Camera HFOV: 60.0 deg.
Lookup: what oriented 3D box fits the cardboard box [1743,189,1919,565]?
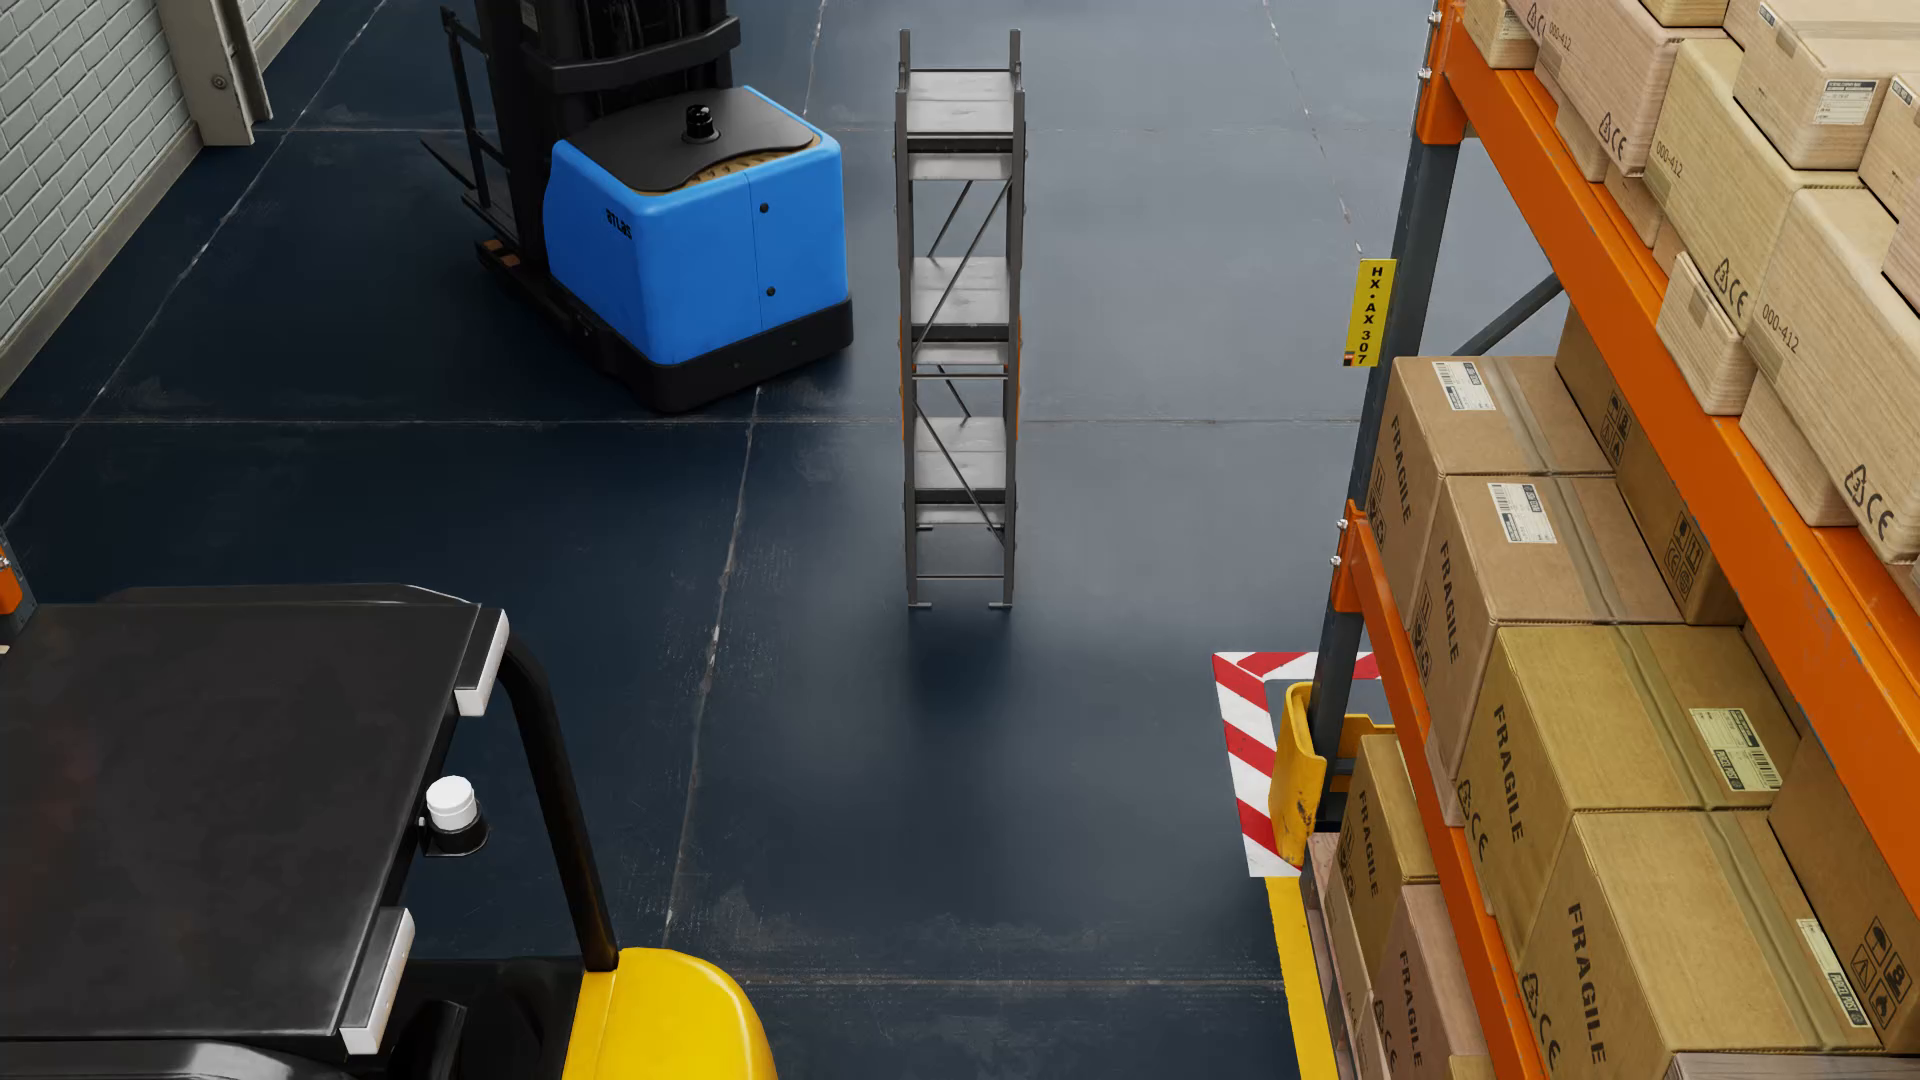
[{"bbox_3d":[1.361,-0.216,2.105,0.500,0.250,0.500,1,39,1],"label":"cardboard box"}]

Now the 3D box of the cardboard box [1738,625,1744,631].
[{"bbox_3d":[1.902,0.236,3.739,0.500,0.500,0.500,0,39,0],"label":"cardboard box"}]

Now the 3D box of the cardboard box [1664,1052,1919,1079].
[{"bbox_3d":[1.373,1.161,2.585,0.500,0.500,0.500,1,39,1],"label":"cardboard box"}]

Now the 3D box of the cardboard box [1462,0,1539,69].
[{"bbox_3d":[1.306,-1.126,3.559,0.380,0.149,0.250,0,39,0],"label":"cardboard box"}]

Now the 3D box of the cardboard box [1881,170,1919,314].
[{"bbox_3d":[1.319,-0.311,1.904,0.380,0.149,0.250,0,39,1],"label":"cardboard box"}]

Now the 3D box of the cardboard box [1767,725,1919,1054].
[{"bbox_3d":[1.807,0.460,2.660,0.700,0.500,0.500,0,39,0],"label":"cardboard box"}]

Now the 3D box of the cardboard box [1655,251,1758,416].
[{"bbox_3d":[1.311,-0.318,2.551,0.380,0.149,0.250,0,39,0],"label":"cardboard box"}]

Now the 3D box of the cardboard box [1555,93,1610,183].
[{"bbox_3d":[1.361,-0.796,3.147,0.380,0.149,0.250,1,39,1],"label":"cardboard box"}]

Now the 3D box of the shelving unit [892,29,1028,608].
[{"bbox_3d":[0.000,-0.716,5.964,0.431,2.100,0.503,0,39,0],"label":"shelving unit"}]

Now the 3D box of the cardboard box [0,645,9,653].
[{"bbox_3d":[-3.021,0.551,4.727,0.500,0.250,0.500,1,39,1],"label":"cardboard box"}]

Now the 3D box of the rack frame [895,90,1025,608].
[{"bbox_3d":[0.000,-0.563,5.774,0.400,2.100,0.015,0,39,0],"label":"rack frame"}]

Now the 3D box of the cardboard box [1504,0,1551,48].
[{"bbox_3d":[1.364,-1.175,3.301,0.500,0.250,0.500,-1,39,-1],"label":"cardboard box"}]

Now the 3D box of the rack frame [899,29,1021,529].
[{"bbox_3d":[0.000,-0.868,6.155,0.400,2.100,0.015,0,39,0],"label":"rack frame"}]

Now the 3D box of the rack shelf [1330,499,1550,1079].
[{"bbox_3d":[1.632,1.270,3.342,1.077,0.370,4.000,0,39,0],"label":"rack shelf"}]

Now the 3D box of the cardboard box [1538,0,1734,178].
[{"bbox_3d":[1.355,-0.860,2.908,0.500,0.250,0.500,-1,39,-1],"label":"cardboard box"}]

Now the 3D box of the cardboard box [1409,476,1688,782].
[{"bbox_3d":[1.357,0.204,3.779,0.500,0.500,0.500,1,39,1],"label":"cardboard box"}]

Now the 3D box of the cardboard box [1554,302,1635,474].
[{"bbox_3d":[1.849,-0.487,3.842,0.700,0.500,0.500,-1,39,-1],"label":"cardboard box"}]

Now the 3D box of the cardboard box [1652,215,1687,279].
[{"bbox_3d":[1.391,-0.475,2.747,0.380,0.149,0.250,-1,39,-1],"label":"cardboard box"}]

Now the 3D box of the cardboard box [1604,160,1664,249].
[{"bbox_3d":[1.386,-0.641,2.954,0.380,0.149,0.250,0,39,0],"label":"cardboard box"}]

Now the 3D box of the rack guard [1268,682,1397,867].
[{"bbox_3d":[1.630,0.762,5.400,1.175,0.500,0.348,0,39,0],"label":"rack guard"}]

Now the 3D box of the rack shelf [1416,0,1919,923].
[{"bbox_3d":[1.632,0.100,2.404,1.077,0.370,4.000,0,39,0],"label":"rack shelf"}]

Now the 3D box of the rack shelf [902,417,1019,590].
[{"bbox_3d":[0.000,-0.159,6.410,0.431,0.518,0.480,0,39,0],"label":"rack shelf"}]

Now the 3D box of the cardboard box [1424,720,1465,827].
[{"bbox_3d":[1.311,0.532,3.889,0.380,0.149,0.250,1,39,1],"label":"cardboard box"}]

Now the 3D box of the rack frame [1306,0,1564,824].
[{"bbox_3d":[1.630,-0.261,4.677,1.000,3.000,0.127,0,39,0],"label":"rack frame"}]

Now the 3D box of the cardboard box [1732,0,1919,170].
[{"bbox_3d":[1.322,-0.633,2.306,0.380,0.149,0.250,1,39,1],"label":"cardboard box"}]

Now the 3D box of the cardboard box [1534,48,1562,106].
[{"bbox_3d":[1.395,-0.962,3.354,0.380,0.149,0.250,-1,39,-1],"label":"cardboard box"}]

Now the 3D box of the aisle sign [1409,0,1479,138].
[{"bbox_3d":[1.320,-1.314,3.913,0.394,0.787,0.004,0,39,0],"label":"aisle sign"}]

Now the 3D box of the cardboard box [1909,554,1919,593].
[{"bbox_3d":[1.377,0.101,1.708,0.500,0.250,0.500,-1,39,-1],"label":"cardboard box"}]

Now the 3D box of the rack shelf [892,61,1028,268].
[{"bbox_3d":[0.000,-1.251,5.535,0.431,0.518,0.480,0,39,0],"label":"rack shelf"}]

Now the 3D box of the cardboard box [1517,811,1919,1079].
[{"bbox_3d":[1.367,0.841,2.985,0.500,0.500,0.500,-1,39,-1],"label":"cardboard box"}]

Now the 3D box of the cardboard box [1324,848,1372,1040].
[{"bbox_3d":[1.354,1.152,4.776,0.500,0.250,0.500,0,39,0],"label":"cardboard box"}]

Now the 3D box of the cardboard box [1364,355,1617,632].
[{"bbox_3d":[1.353,-0.120,4.183,0.500,0.500,0.500,-1,39,-1],"label":"cardboard box"}]

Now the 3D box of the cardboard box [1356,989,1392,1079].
[{"bbox_3d":[1.347,1.472,4.378,0.500,0.250,0.500,1,39,2],"label":"cardboard box"}]

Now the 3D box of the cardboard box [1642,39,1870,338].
[{"bbox_3d":[1.380,-0.537,2.504,0.500,0.250,0.500,1,39,1],"label":"cardboard box"}]

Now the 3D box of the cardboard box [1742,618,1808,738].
[{"bbox_3d":[1.945,0.148,3.049,0.700,0.500,0.500,0,39,-1],"label":"cardboard box"}]

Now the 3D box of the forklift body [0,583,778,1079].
[{"bbox_3d":[-1.507,1.260,3.457,2.313,2.155,1.214,0,39,0],"label":"forklift body"}]

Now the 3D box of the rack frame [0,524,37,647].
[{"bbox_3d":[-3.334,-0.255,4.670,1.000,3.000,0.127,0,39,0],"label":"rack frame"}]

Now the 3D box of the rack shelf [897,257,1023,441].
[{"bbox_3d":[0.000,-0.705,5.973,0.431,0.518,0.480,0,39,0],"label":"rack shelf"}]

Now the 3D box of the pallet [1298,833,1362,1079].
[{"bbox_3d":[1.596,1.382,4.856,1.003,0.211,1.213,0,39,0],"label":"pallet"}]

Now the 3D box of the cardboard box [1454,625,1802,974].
[{"bbox_3d":[1.359,0.523,3.381,0.500,0.500,0.500,-1,39,-1],"label":"cardboard box"}]

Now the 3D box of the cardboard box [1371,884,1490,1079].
[{"bbox_3d":[1.360,1.202,4.115,0.500,0.500,0.500,-1,39,-2],"label":"cardboard box"}]

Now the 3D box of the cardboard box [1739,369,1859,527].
[{"bbox_3d":[1.352,-0.153,2.345,0.380,0.149,0.250,-1,39,-1],"label":"cardboard box"}]

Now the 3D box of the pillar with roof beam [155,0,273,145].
[{"bbox_3d":[0.064,-5.916,6.936,9.100,9.000,0.400,0,39,0],"label":"pillar with roof beam"}]

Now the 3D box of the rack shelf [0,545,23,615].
[{"bbox_3d":[-3.331,1.276,3.334,1.077,0.370,4.000,0,39,0],"label":"rack shelf"}]

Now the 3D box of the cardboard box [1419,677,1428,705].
[{"bbox_3d":[1.357,0.373,4.087,0.380,0.149,0.250,-1,39,-1],"label":"cardboard box"}]

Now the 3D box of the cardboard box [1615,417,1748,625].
[{"bbox_3d":[1.842,-0.171,3.447,0.700,0.500,0.500,0,39,0],"label":"cardboard box"}]

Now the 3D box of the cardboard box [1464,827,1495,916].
[{"bbox_3d":[1.345,0.694,3.687,0.380,0.149,0.250,1,39,1],"label":"cardboard box"}]

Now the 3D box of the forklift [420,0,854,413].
[{"bbox_3d":[-1.794,-2.573,7.617,1.130,2.935,3.031,-26,45,-28],"label":"forklift"}]

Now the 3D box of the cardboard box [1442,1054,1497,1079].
[{"bbox_3d":[1.352,1.515,3.724,0.500,0.500,0.500,1,39,1],"label":"cardboard box"}]

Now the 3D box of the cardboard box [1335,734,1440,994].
[{"bbox_3d":[1.355,0.875,4.523,0.500,0.500,0.500,-1,39,-2],"label":"cardboard box"}]

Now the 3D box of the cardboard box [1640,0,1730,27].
[{"bbox_3d":[1.307,-0.952,2.703,0.380,0.149,0.250,0,39,0],"label":"cardboard box"}]

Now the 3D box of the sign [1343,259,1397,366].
[{"bbox_3d":[1.087,-0.599,4.406,0.100,0.325,0.005,0,39,0],"label":"sign"}]

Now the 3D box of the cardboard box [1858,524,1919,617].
[{"bbox_3d":[1.423,0.004,2.149,0.380,0.149,0.250,0,39,0],"label":"cardboard box"}]

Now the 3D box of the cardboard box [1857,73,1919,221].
[{"bbox_3d":[1.397,-0.471,2.104,0.380,0.149,0.250,1,39,1],"label":"cardboard box"}]

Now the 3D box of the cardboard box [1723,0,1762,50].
[{"bbox_3d":[1.403,-0.797,2.510,0.380,0.149,0.250,0,39,0],"label":"cardboard box"}]
